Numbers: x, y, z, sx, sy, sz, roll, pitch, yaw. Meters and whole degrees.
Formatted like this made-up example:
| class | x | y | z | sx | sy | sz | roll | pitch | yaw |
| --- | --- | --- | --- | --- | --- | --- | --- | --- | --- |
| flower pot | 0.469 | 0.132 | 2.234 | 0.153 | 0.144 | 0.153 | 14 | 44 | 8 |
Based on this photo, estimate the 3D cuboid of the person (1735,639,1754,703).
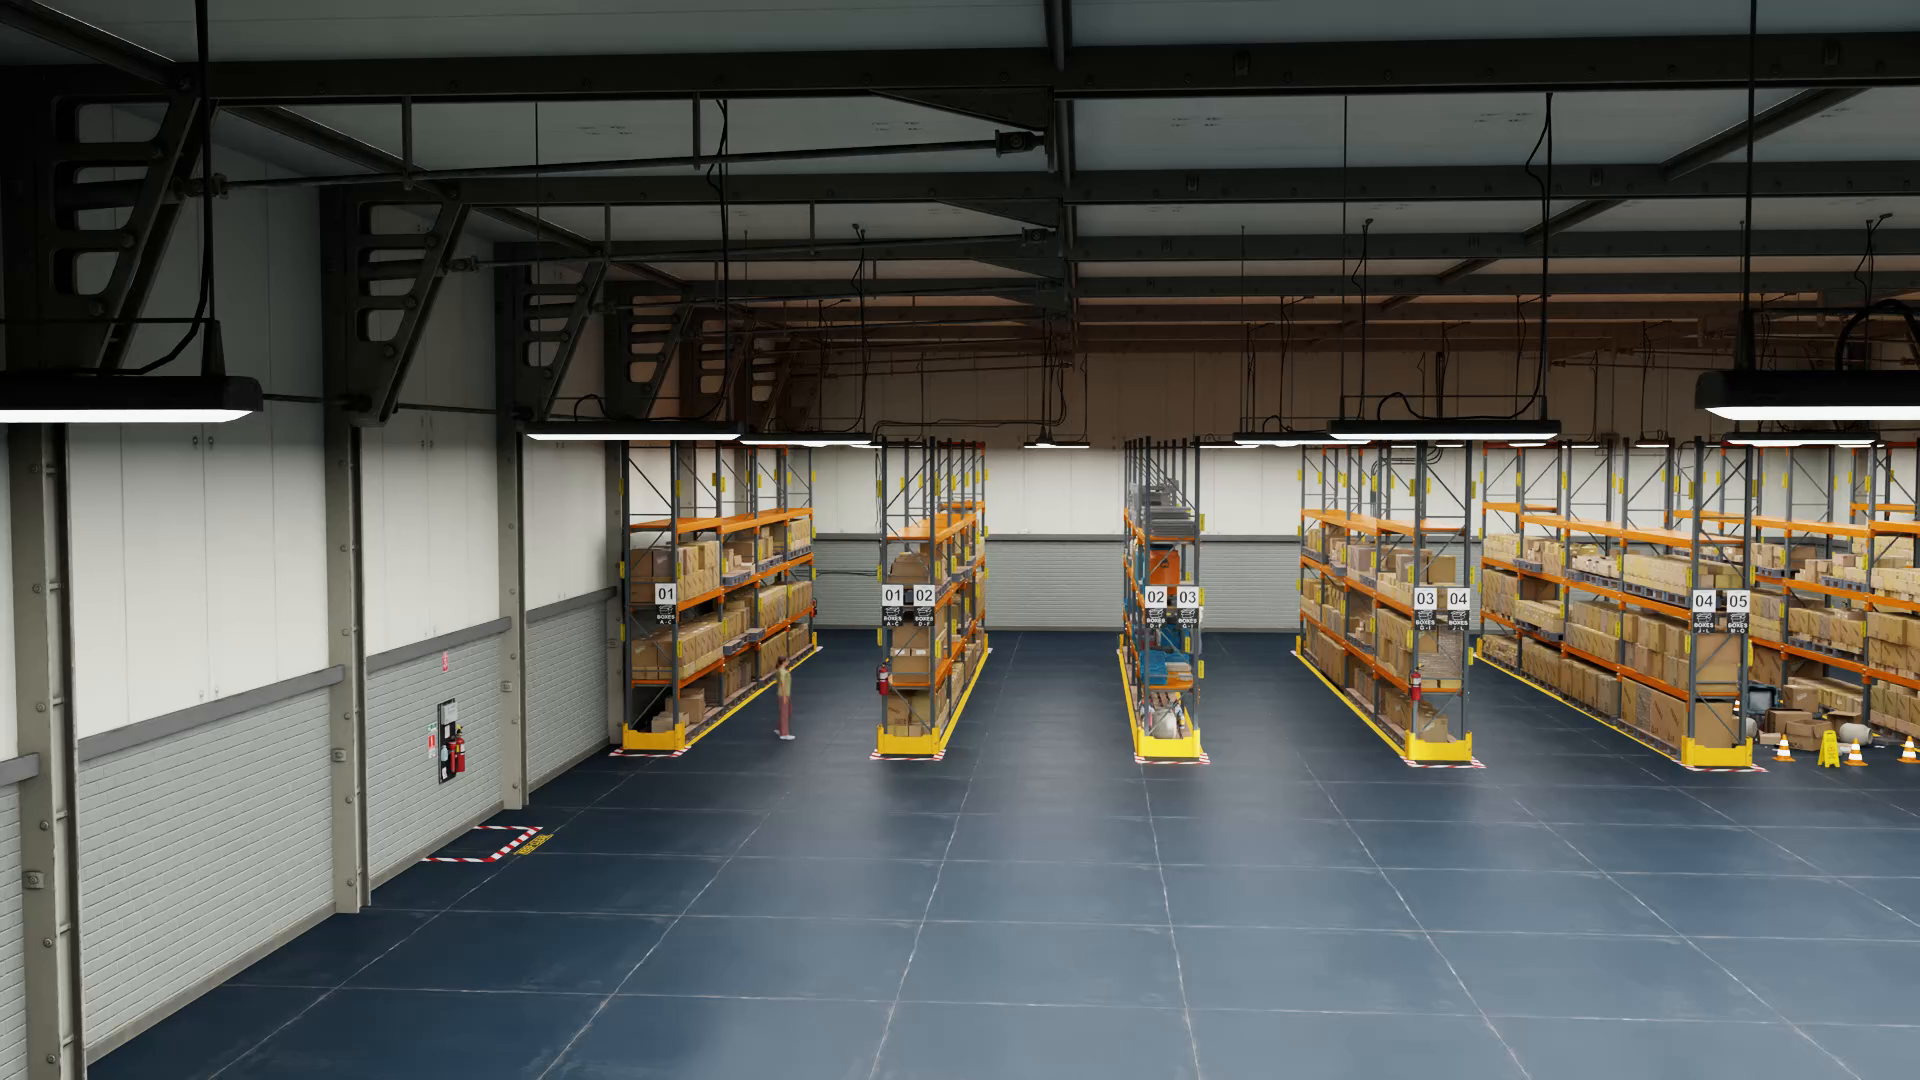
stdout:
| class | x | y | z | sx | sy | sz | roll | pitch | yaw |
| --- | --- | --- | --- | --- | --- | --- | --- | --- | --- |
| person | 17.538 | 2.838 | 37.406 | 0.642 | 1.797 | 0.693 | 0 | 3 | -7 |

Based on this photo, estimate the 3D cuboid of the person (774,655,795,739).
| class | x | y | z | sx | sy | sz | roll | pitch | yaw |
| --- | --- | --- | --- | --- | --- | --- | --- | --- | --- |
| person | -3.500 | 3.129 | 33.131 | 0.386 | 1.698 | 0.524 | -1 | 3 | -13 |

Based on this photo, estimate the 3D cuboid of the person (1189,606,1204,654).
| class | x | y | z | sx | sy | sz | roll | pitch | yaw |
| --- | --- | --- | --- | --- | --- | --- | --- | --- | --- |
| person | 6.654 | 2.380 | 46.907 | 0.395 | 1.710 | 0.522 | -3 | 4 | -41 |

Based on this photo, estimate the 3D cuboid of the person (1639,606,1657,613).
| class | x | y | z | sx | sy | sz | roll | pitch | yaw |
| --- | --- | --- | --- | --- | --- | --- | --- | --- | --- |
| person | 20.341 | 2.196 | 49.230 | 0.478 | 1.799 | 0.603 | -1 | 3 | -16 |
